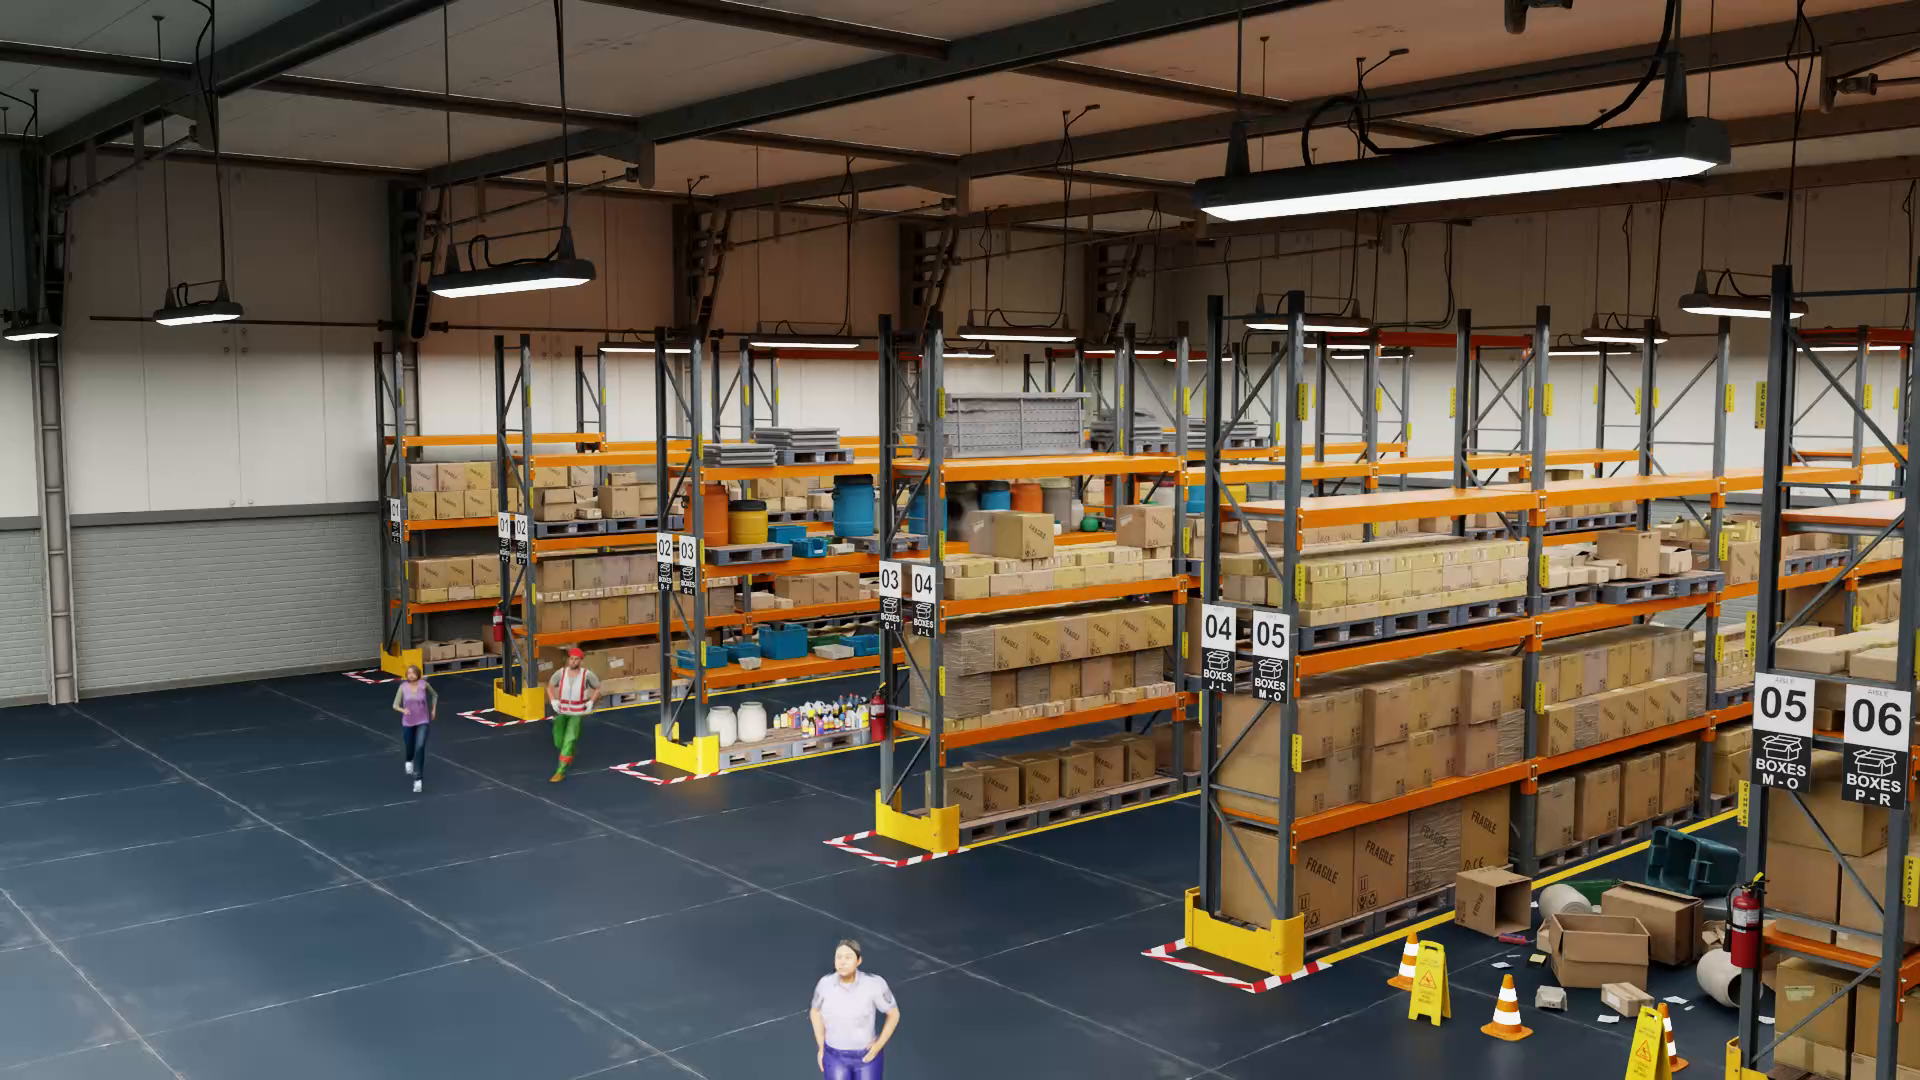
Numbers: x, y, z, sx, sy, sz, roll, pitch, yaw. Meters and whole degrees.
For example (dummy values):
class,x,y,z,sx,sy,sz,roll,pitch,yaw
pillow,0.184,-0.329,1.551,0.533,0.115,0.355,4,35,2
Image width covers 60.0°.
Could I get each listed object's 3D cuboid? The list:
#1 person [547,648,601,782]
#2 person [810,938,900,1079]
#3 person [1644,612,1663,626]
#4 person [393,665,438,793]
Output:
class,x,y,z,sx,sy,sz,roll,pitch,yaw
person,-5.131,2.287,22.103,0.697,1.750,0.751,0,5,1
person,-0.693,3.390,10.832,0.602,1.634,0.649,1,5,6
person,10.976,1.869,26.609,0.928,1.683,0.610,-5,7,-45
person,-7.079,2.402,21.647,0.550,1.603,0.882,-1,5,-14
